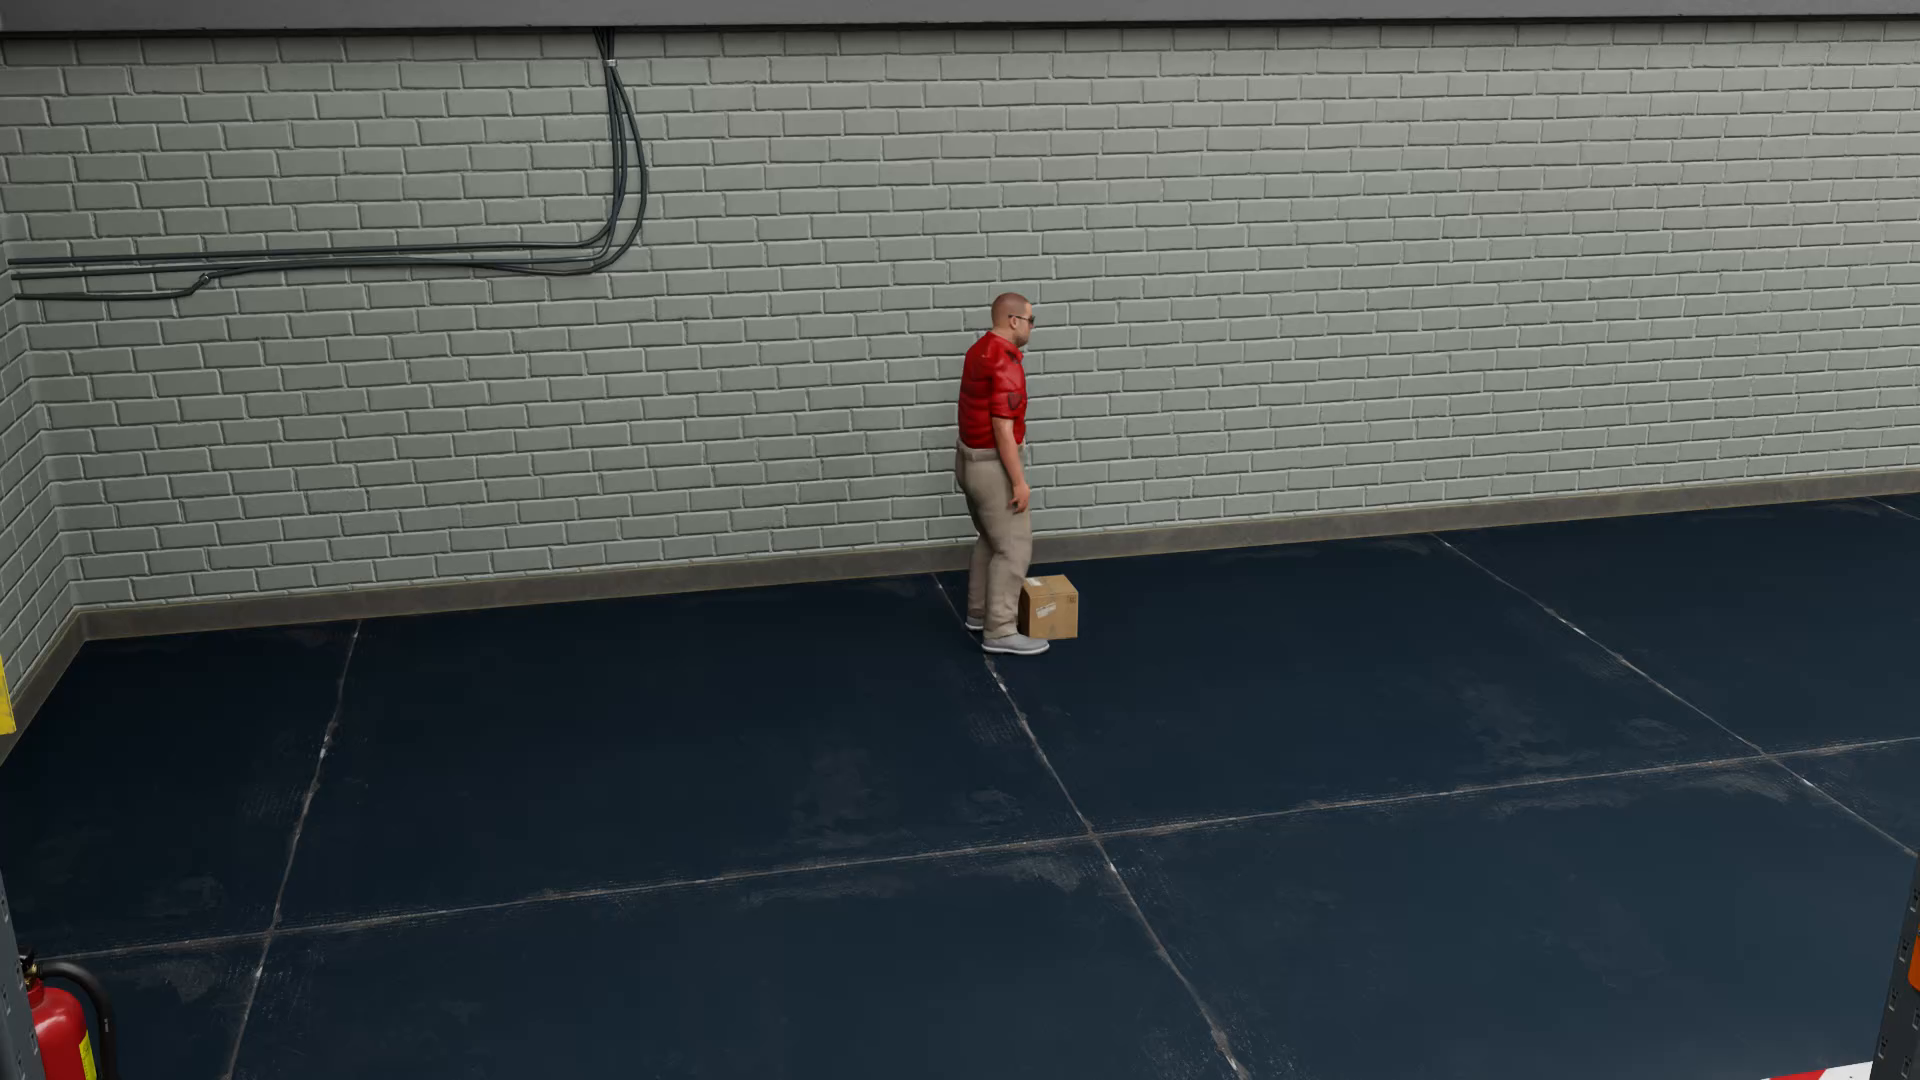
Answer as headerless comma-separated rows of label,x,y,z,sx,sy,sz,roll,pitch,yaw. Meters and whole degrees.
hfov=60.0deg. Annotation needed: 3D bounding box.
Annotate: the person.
person,0.188,-0.330,8.026,0.392,1.725,0.580,-5,20,-15
